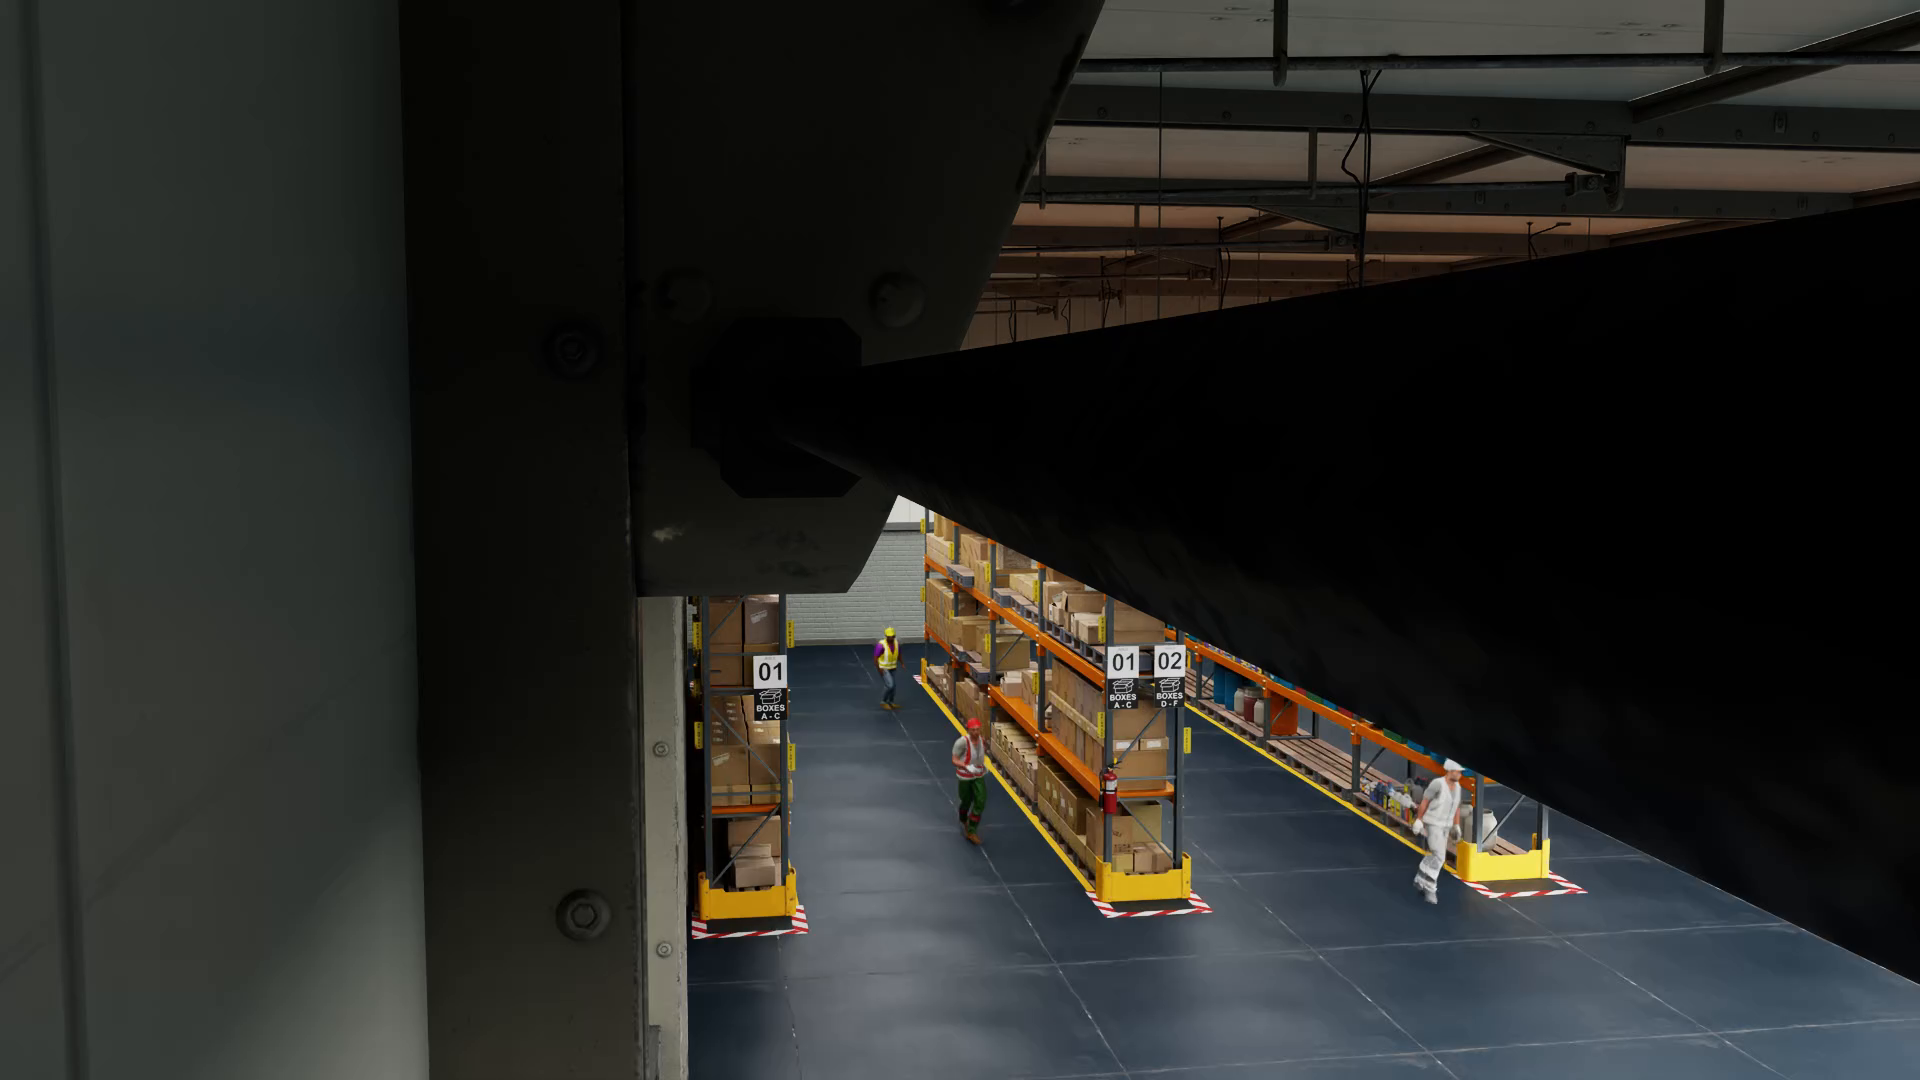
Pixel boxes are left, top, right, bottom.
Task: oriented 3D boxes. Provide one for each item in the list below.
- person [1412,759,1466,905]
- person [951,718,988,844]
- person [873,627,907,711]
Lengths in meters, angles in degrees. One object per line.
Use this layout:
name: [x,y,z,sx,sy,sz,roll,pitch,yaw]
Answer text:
person: [5.995,3.615,20.948,0.648,1.777,0.621,-3,6,-34]
person: [0.097,3.365,23.645,0.620,1.763,0.856,-2,5,-23]
person: [-1.427,2.562,33.274,0.679,1.704,0.589,-5,7,-44]
